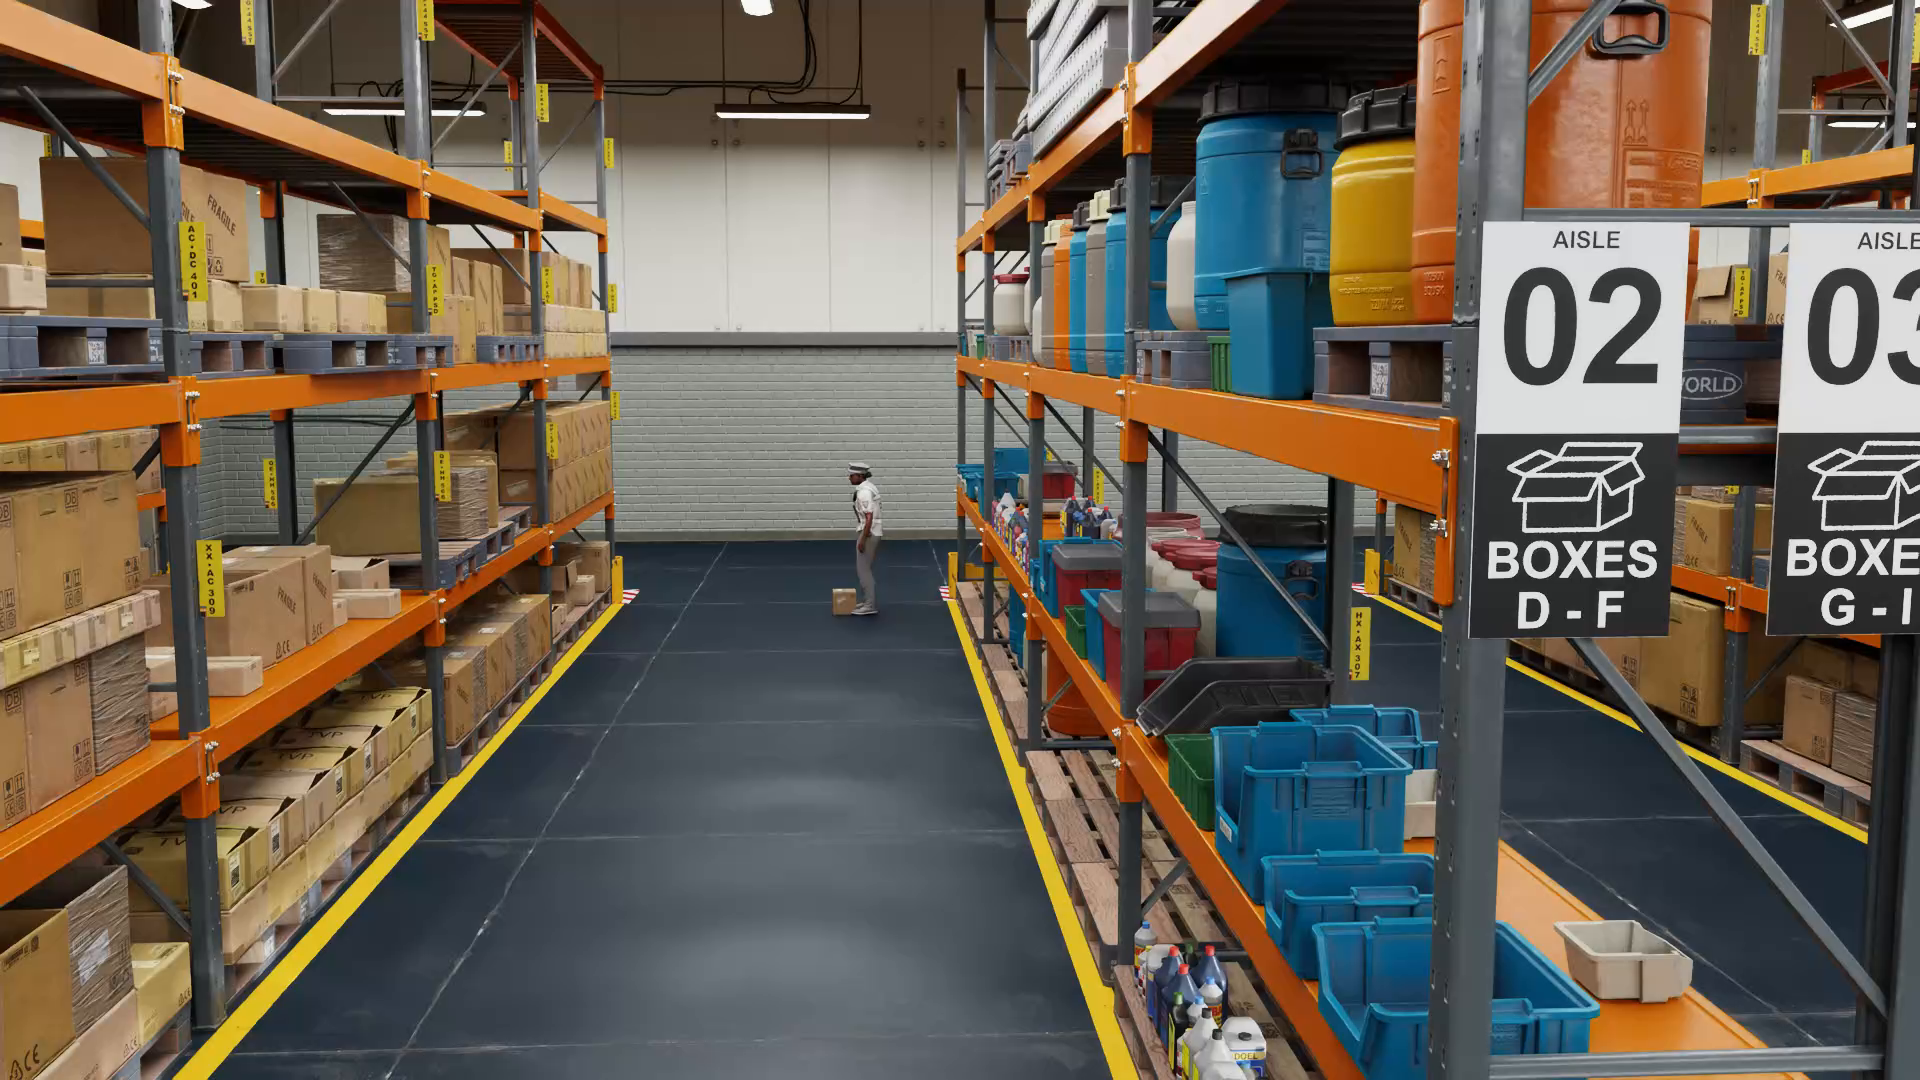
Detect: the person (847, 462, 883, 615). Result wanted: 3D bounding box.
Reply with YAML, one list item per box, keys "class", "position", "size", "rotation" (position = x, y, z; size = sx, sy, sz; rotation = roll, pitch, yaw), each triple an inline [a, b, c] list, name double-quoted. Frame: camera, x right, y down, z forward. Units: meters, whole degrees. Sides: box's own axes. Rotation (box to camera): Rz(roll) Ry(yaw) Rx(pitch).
- class: "person"
  position: [-1.037, -0.025, 18.202]
  size: [0.393, 1.660, 0.507]
  rotation: [0, 7, -4]
